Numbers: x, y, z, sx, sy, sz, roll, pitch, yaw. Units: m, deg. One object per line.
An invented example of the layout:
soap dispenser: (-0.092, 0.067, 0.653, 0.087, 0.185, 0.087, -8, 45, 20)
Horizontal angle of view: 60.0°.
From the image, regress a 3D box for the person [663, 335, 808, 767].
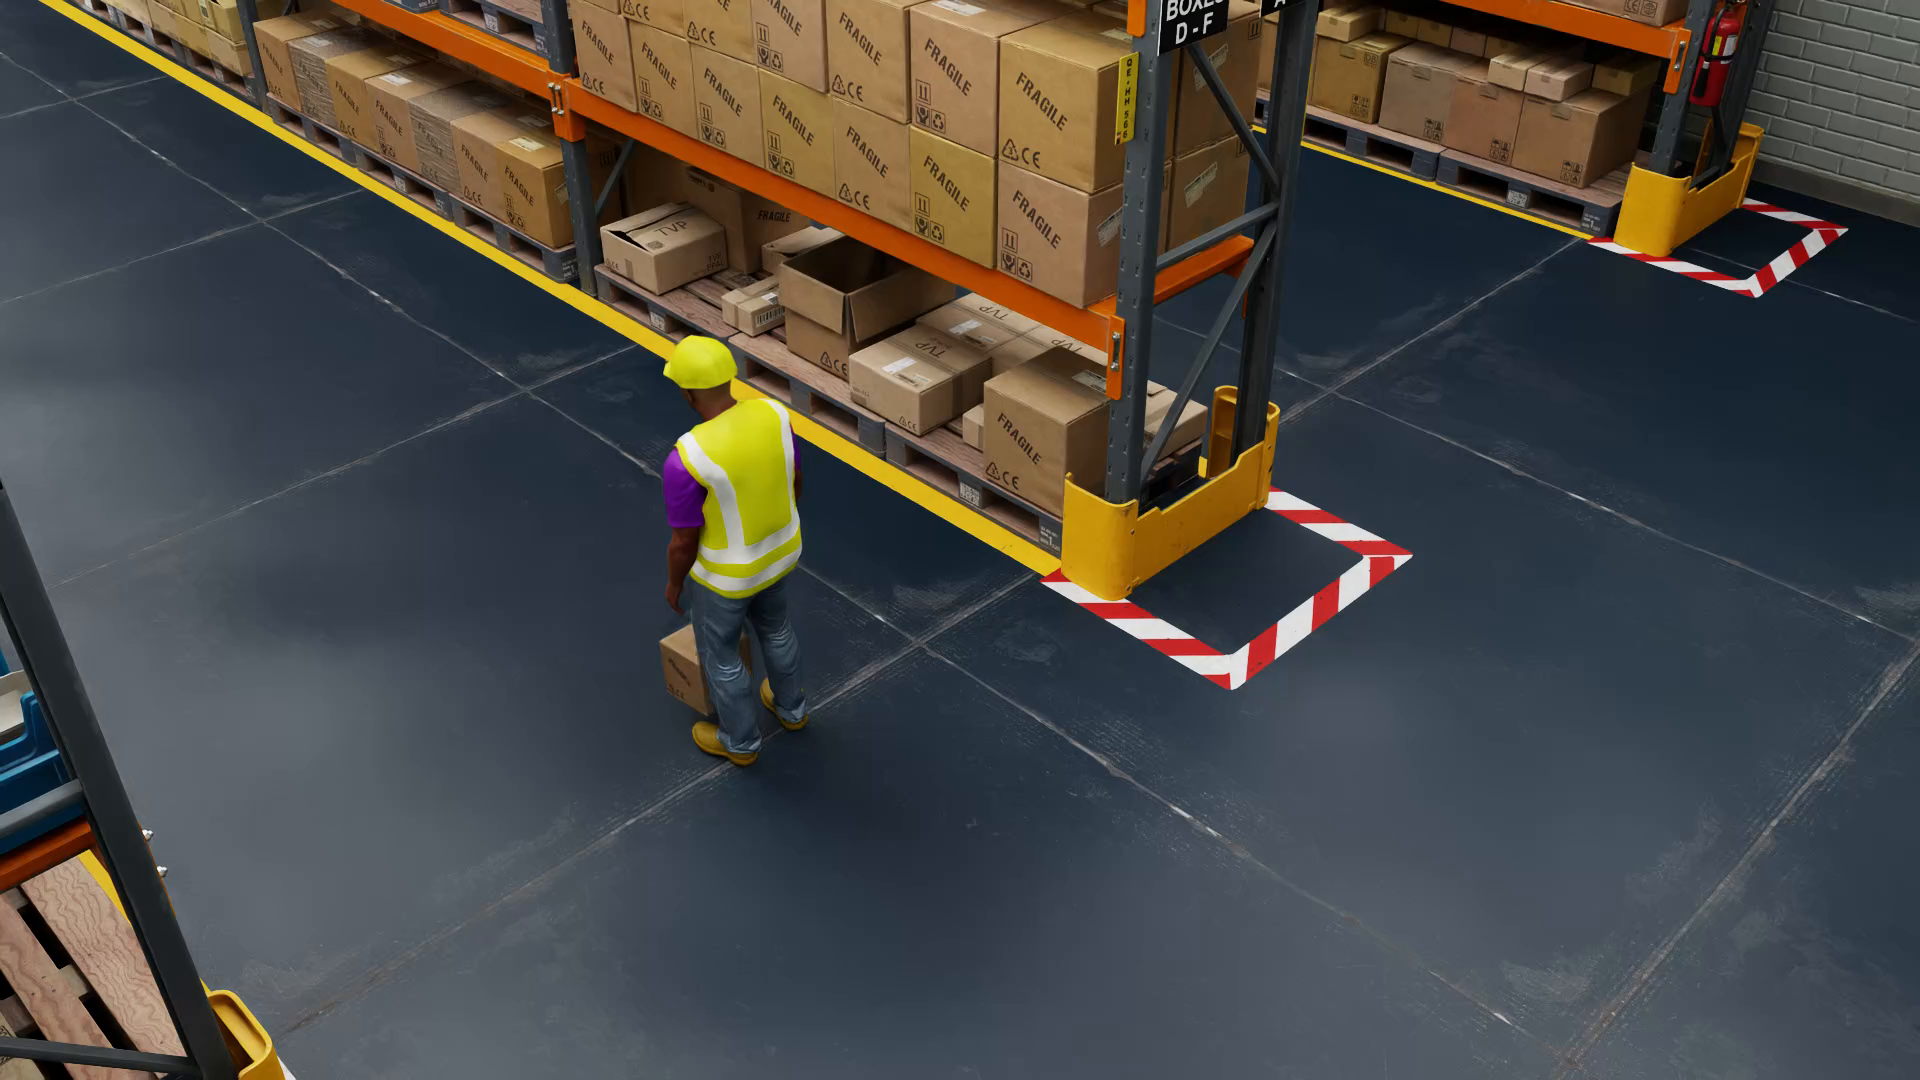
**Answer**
person: (-0.815, 0.059, 6.047, 0.446, 1.759, 0.604, 28, 44, 34)
